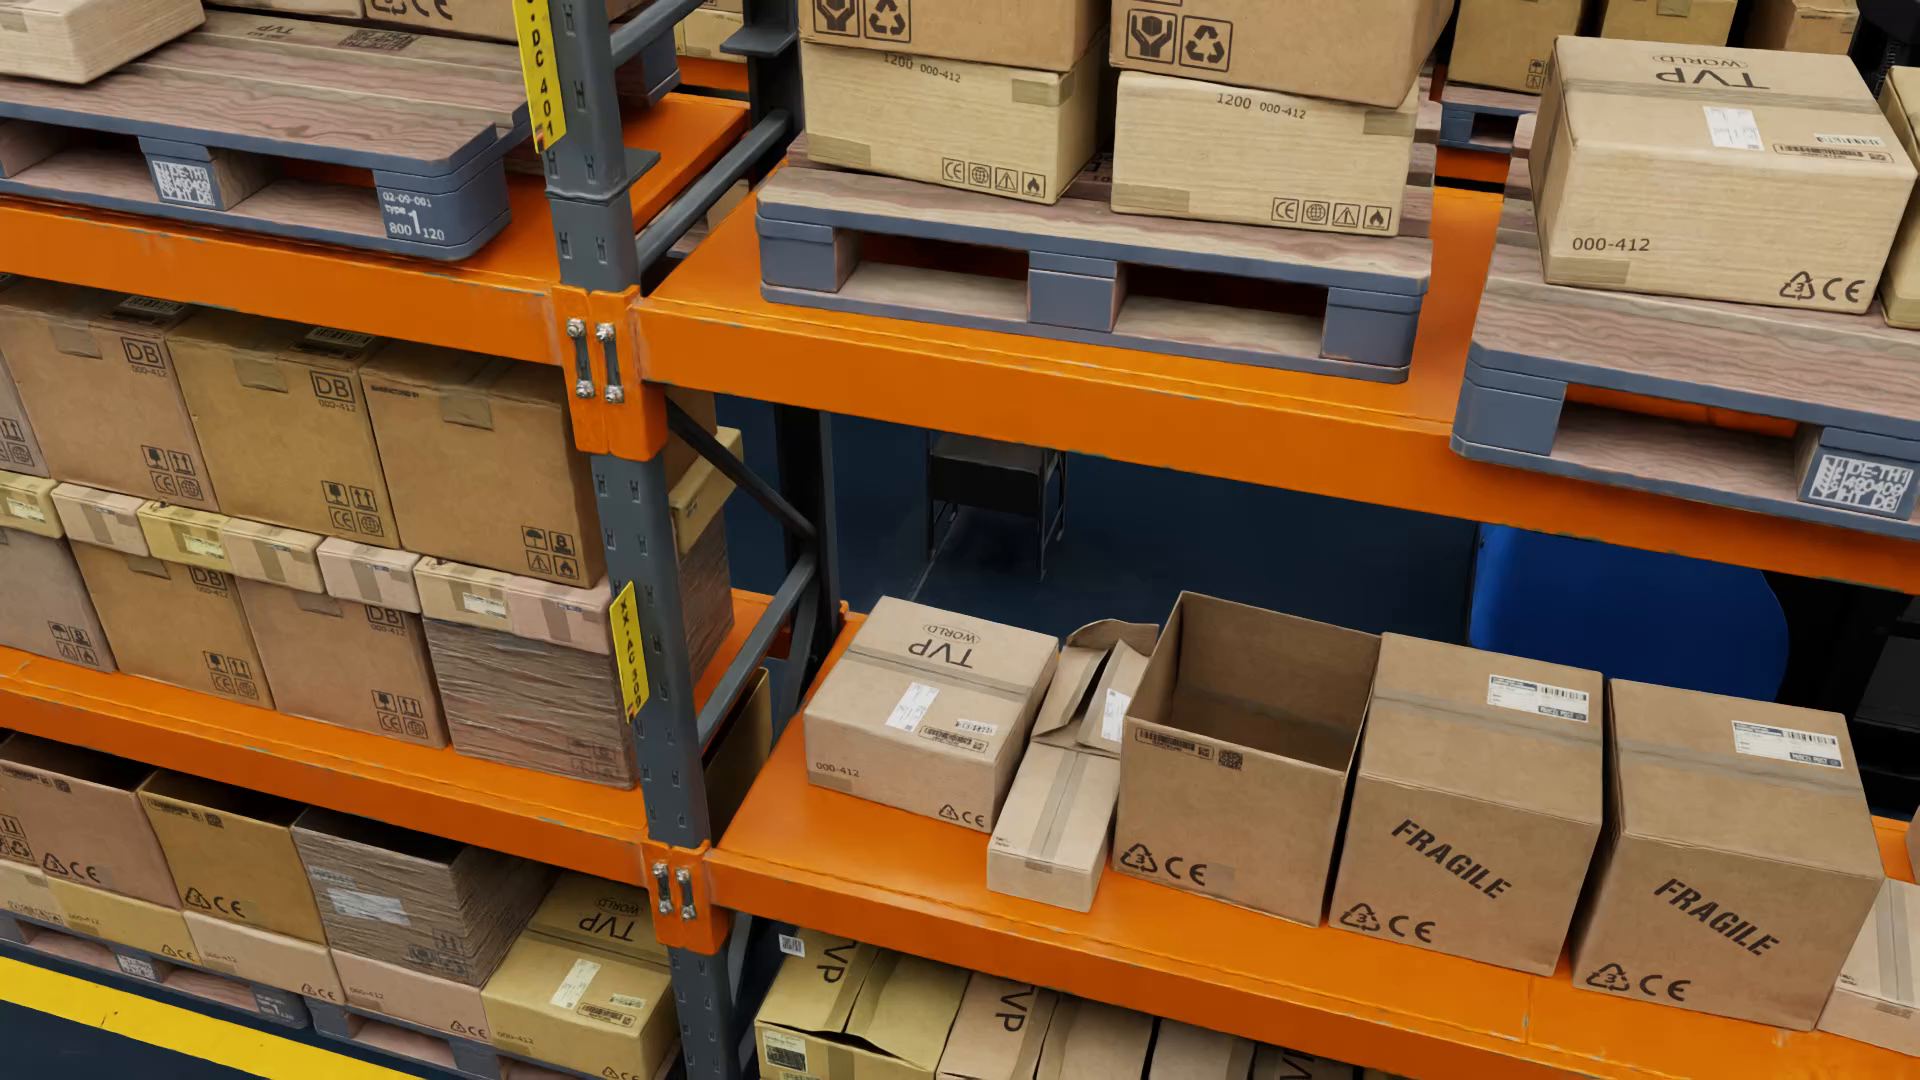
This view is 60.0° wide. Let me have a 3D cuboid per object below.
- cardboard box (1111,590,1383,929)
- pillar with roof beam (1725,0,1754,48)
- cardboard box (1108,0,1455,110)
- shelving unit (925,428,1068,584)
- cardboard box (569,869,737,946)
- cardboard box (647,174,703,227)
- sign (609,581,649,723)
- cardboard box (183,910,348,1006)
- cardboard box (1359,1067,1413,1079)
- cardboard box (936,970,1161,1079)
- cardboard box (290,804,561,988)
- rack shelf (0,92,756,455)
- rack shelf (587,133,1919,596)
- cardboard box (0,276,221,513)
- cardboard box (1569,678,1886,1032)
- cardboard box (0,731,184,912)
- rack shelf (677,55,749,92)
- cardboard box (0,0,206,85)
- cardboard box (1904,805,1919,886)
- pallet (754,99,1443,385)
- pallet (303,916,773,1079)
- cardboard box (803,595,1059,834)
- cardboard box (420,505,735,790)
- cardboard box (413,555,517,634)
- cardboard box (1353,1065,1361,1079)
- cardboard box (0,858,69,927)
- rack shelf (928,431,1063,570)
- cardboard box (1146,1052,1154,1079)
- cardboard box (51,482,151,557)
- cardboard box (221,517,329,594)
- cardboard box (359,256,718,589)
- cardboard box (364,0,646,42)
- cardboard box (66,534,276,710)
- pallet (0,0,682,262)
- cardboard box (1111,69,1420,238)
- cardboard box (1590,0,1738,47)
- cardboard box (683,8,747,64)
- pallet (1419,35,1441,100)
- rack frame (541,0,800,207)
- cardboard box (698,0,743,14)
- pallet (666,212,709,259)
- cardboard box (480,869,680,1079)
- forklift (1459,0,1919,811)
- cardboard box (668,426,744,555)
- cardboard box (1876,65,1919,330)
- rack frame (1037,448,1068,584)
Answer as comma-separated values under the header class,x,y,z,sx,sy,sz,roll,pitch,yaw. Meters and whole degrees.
class,x,y,z,sx,sy,sz,roll,pitch,yaw
cardboard box,0.683,0.509,3.943,0.500,0.500,0.500,13,38,17
pillar with roof beam,2.477,-2.485,3.034,0.400,9.000,9.100,10,38,14
cardboard box,0.579,-1.089,2.808,0.500,0.500,0.500,14,39,18
shelving unit,0.158,-0.816,6.588,0.503,2.100,0.431,10,38,14
cardboard box,-0.900,0.996,5.332,0.500,0.250,0.500,10,38,14
cardboard box,-1.715,-2.020,9.361,0.500,0.311,0.500,14,38,18
sign,-0.712,0.245,3.589,0.005,0.325,0.100,10,38,14
cardboard box,-2.012,1.117,5.167,0.500,0.250,0.500,10,38,14
cardboard box,1.240,1.509,4.162,0.500,0.311,0.500,12,38,15
cardboard box,0.248,1.329,4.406,0.500,0.311,0.500,10,38,13
cardboard box,-1.530,0.894,4.837,0.500,0.500,0.500,10,38,14
rack shelf,-2.457,-0.961,4.101,4.000,0.370,1.077,10,38,14
rack shelf,1.361,-0.254,3.140,4.000,0.370,1.077,10,38,14
cardboard box,-1.934,-0.504,4.225,0.500,0.500,0.700,10,38,14
cardboard box,1.663,0.691,3.697,0.500,0.500,0.500,9,37,11
cardboard box,-2.490,0.728,5.063,0.500,0.500,0.500,10,38,14
rack shelf,-0.984,-2.556,8.799,4.000,0.370,1.077,10,38,14
cardboard box,-1.781,-1.080,3.395,0.250,0.149,0.380,10,38,14
cardboard box,2.474,0.787,3.726,0.500,0.311,0.500,10,38,13
pallet,0.298,-0.671,3.262,1.217,0.209,0.805,9,37,12
pallet,-1.295,1.270,5.346,1.213,0.211,1.003,10,38,14
cardboard box,-0.065,0.434,4.256,0.500,0.250,0.500,13,38,17
cardboard box,-0.974,0.196,4.369,0.500,0.500,0.700,10,37,13
cardboard box,-1.107,0.038,4.036,0.250,0.149,0.380,10,37,13
cardboard box,1.390,1.430,4.742,0.500,0.250,0.500,11,38,15
cardboard box,-2.965,0.938,5.410,0.500,0.250,0.500,10,38,14
rack shelf,0.158,-0.242,7.011,0.480,0.518,0.431,10,38,14
cardboard box,0.251,1.552,4.576,0.500,0.250,0.500,11,38,15
cardboard box,-2.083,-0.142,4.281,0.250,0.149,0.380,12,38,15
cardboard box,-1.609,-0.053,4.159,0.250,0.149,0.380,10,38,14
cardboard box,-0.974,-0.326,3.984,0.500,0.500,0.700,11,38,14
cardboard box,-0.950,-1.401,3.535,0.500,0.500,0.500,14,38,18
cardboard box,-1.957,0.016,4.614,0.500,0.500,0.700,11,38,15
pallet,-1.370,-0.997,3.619,1.213,0.211,1.003,10,38,14
cardboard box,0.562,-0.796,3.042,0.500,0.250,0.500,7,37,9
cardboard box,3.096,-2.288,7.372,0.500,0.500,0.700,10,38,14
cardboard box,-1.055,-2.613,8.380,0.500,0.250,0.500,11,38,14
pallet,1.612,-2.198,7.867,1.213,0.211,1.003,10,38,14
rack frame,-0.548,-2.105,2.518,0.127,3.000,1.000,10,38,14
cardboard box,-1.070,-2.922,8.167,0.500,0.500,0.500,12,38,15
pallet,-0.894,-1.682,9.358,1.213,0.211,1.003,10,38,14
cardboard box,-1.056,1.291,4.931,0.500,0.250,0.500,10,38,14
forklift,3.465,-0.534,5.503,3.031,2.935,1.130,11,38,14
cardboard box,-0.747,-0.147,4.288,0.250,0.149,0.380,10,38,14
cardboard box,1.772,-0.537,2.691,0.500,0.250,0.500,10,37,13
rack frame,0.391,-0.773,6.529,0.015,2.100,0.400,10,38,14
